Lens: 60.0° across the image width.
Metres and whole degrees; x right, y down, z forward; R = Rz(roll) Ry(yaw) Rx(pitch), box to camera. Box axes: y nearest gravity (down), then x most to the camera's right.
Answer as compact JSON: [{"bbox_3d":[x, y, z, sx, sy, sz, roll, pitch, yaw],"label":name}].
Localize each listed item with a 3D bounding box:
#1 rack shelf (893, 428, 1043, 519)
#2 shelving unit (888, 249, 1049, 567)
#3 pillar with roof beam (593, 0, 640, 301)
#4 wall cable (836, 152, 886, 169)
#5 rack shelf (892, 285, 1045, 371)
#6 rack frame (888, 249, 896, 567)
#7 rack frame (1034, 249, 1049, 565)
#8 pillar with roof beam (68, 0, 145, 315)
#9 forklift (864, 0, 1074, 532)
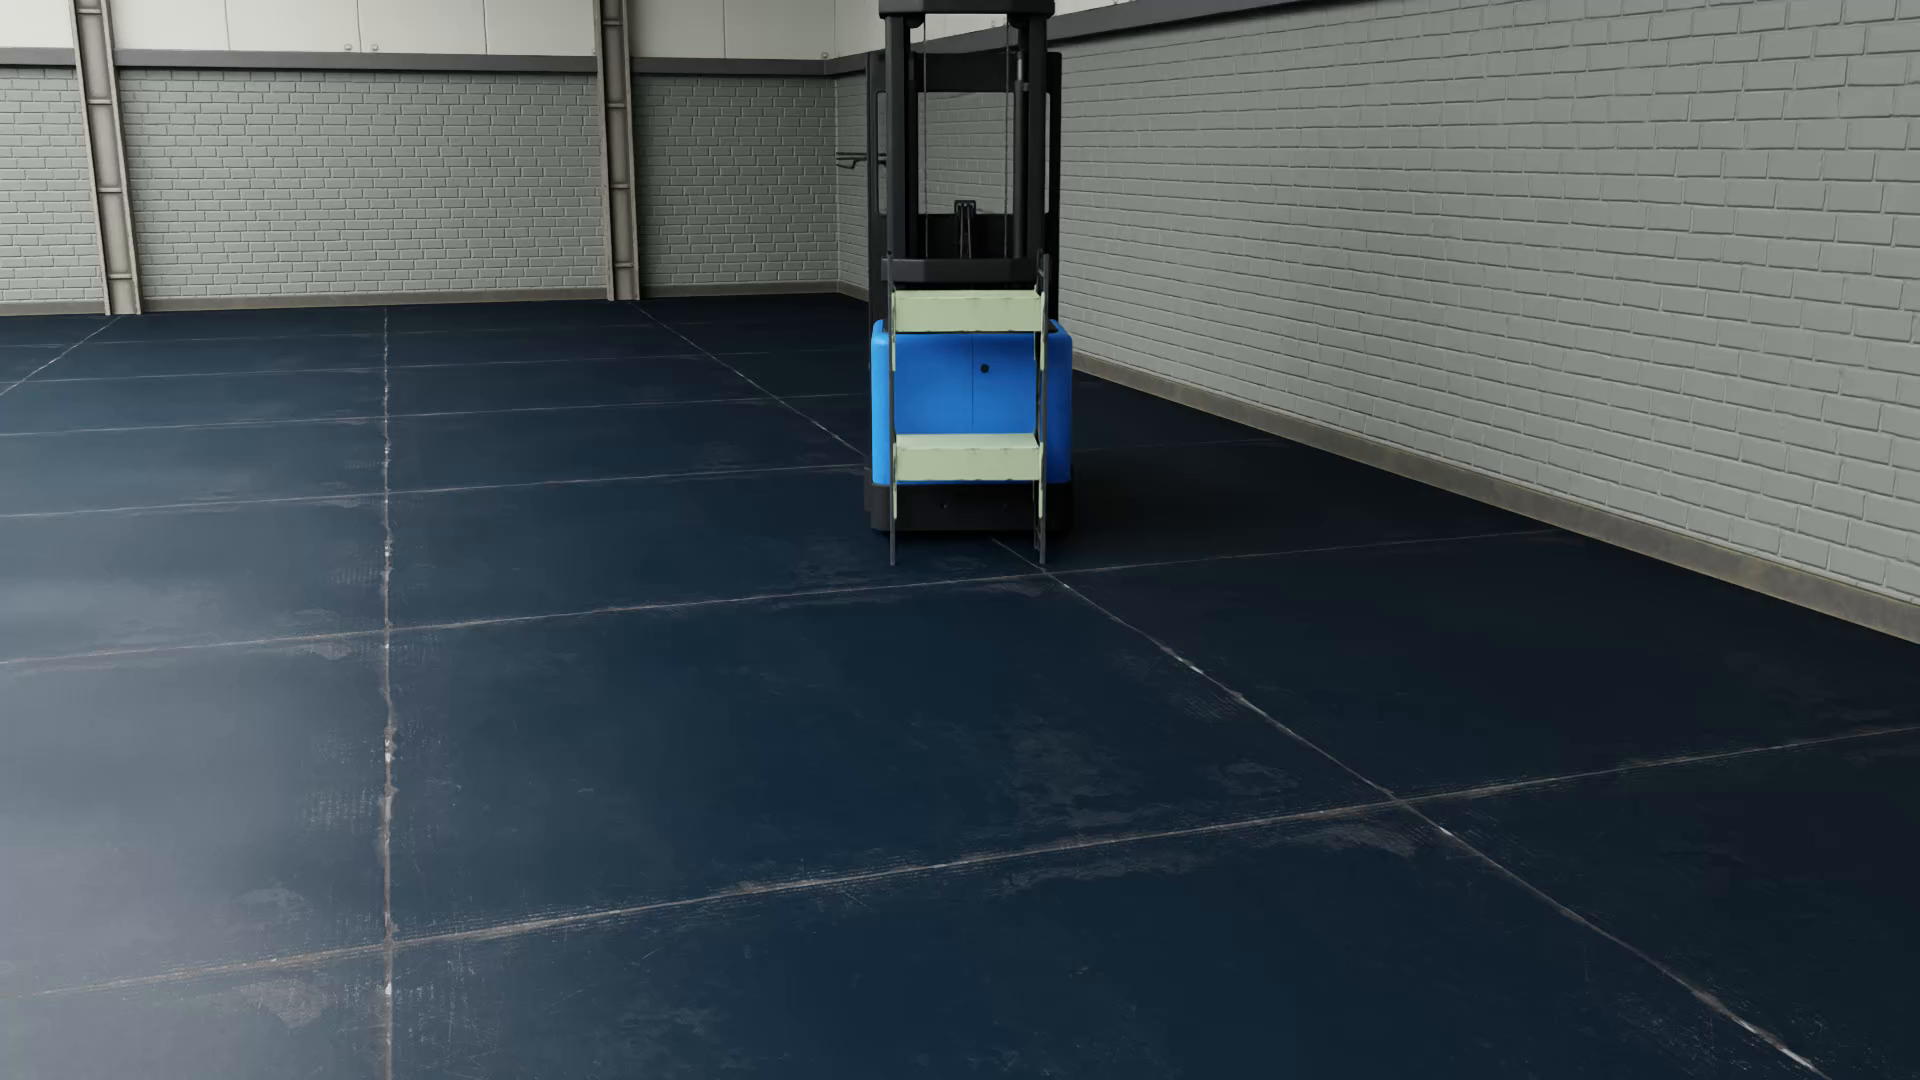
[{"bbox_3d":[0.032,-0.332,8.207,0.720,0.370,0.431,0,13,-2],"label":"rack shelf"},{"bbox_3d":[0.032,-0.649,8.132,0.755,1.500,0.431,0,13,-2],"label":"shelving unit"},{"bbox_3d":[-3.096,-6.633,17.084,0.400,9.000,9.100,-4,14,-18],"label":"pillar with roof beam"},{"bbox_3d":[-1.255,-5.994,21.108,0.112,2.526,3.097,-4,14,-18],"label":"wall cable"},{"bbox_3d":[0.032,-1.029,8.041,0.720,0.370,0.431,0,13,-2],"label":"rack shelf"},{"bbox_3d":[-0.333,-0.646,8.119,0.023,1.500,0.400,0,13,-2],"label":"rack frame"},{"bbox_3d":[0.398,-0.653,8.145,0.023,1.500,0.400,0,13,-2],"label":"rack frame"},{"bbox_3d":[-8.783,-6.191,15.223,0.400,9.000,9.100,-4,14,-18],"label":"pillar with roof beam"},{"bbox_3d":[0.010,-1.753,9.680,1.130,2.935,3.031,0,13,-2],"label":"forklift"}]
